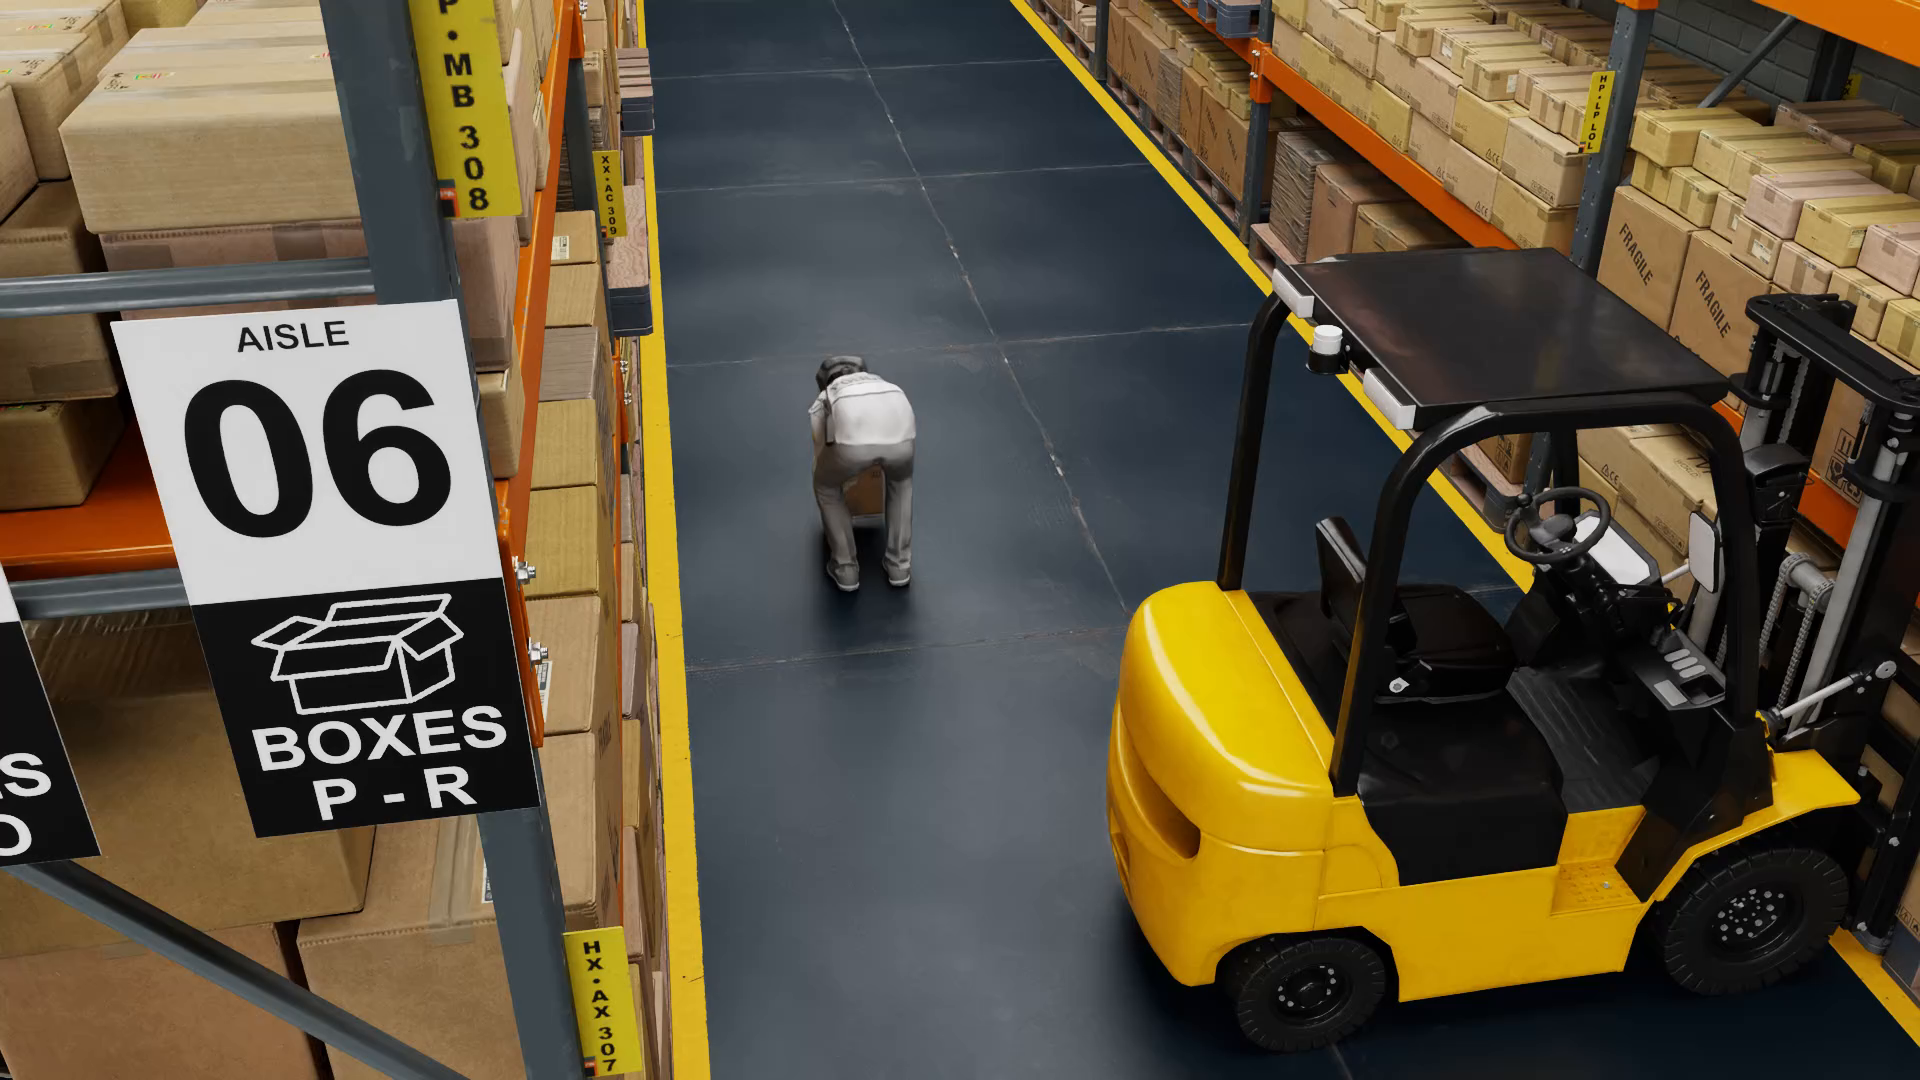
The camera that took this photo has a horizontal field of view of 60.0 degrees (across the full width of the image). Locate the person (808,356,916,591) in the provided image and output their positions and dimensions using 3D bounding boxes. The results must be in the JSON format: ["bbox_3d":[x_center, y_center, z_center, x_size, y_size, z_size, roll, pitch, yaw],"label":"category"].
[{"bbox_3d":[-0.444,-0.338,7.386,0.448,0.960,0.896,-7,32,-12],"label":"person"}]
